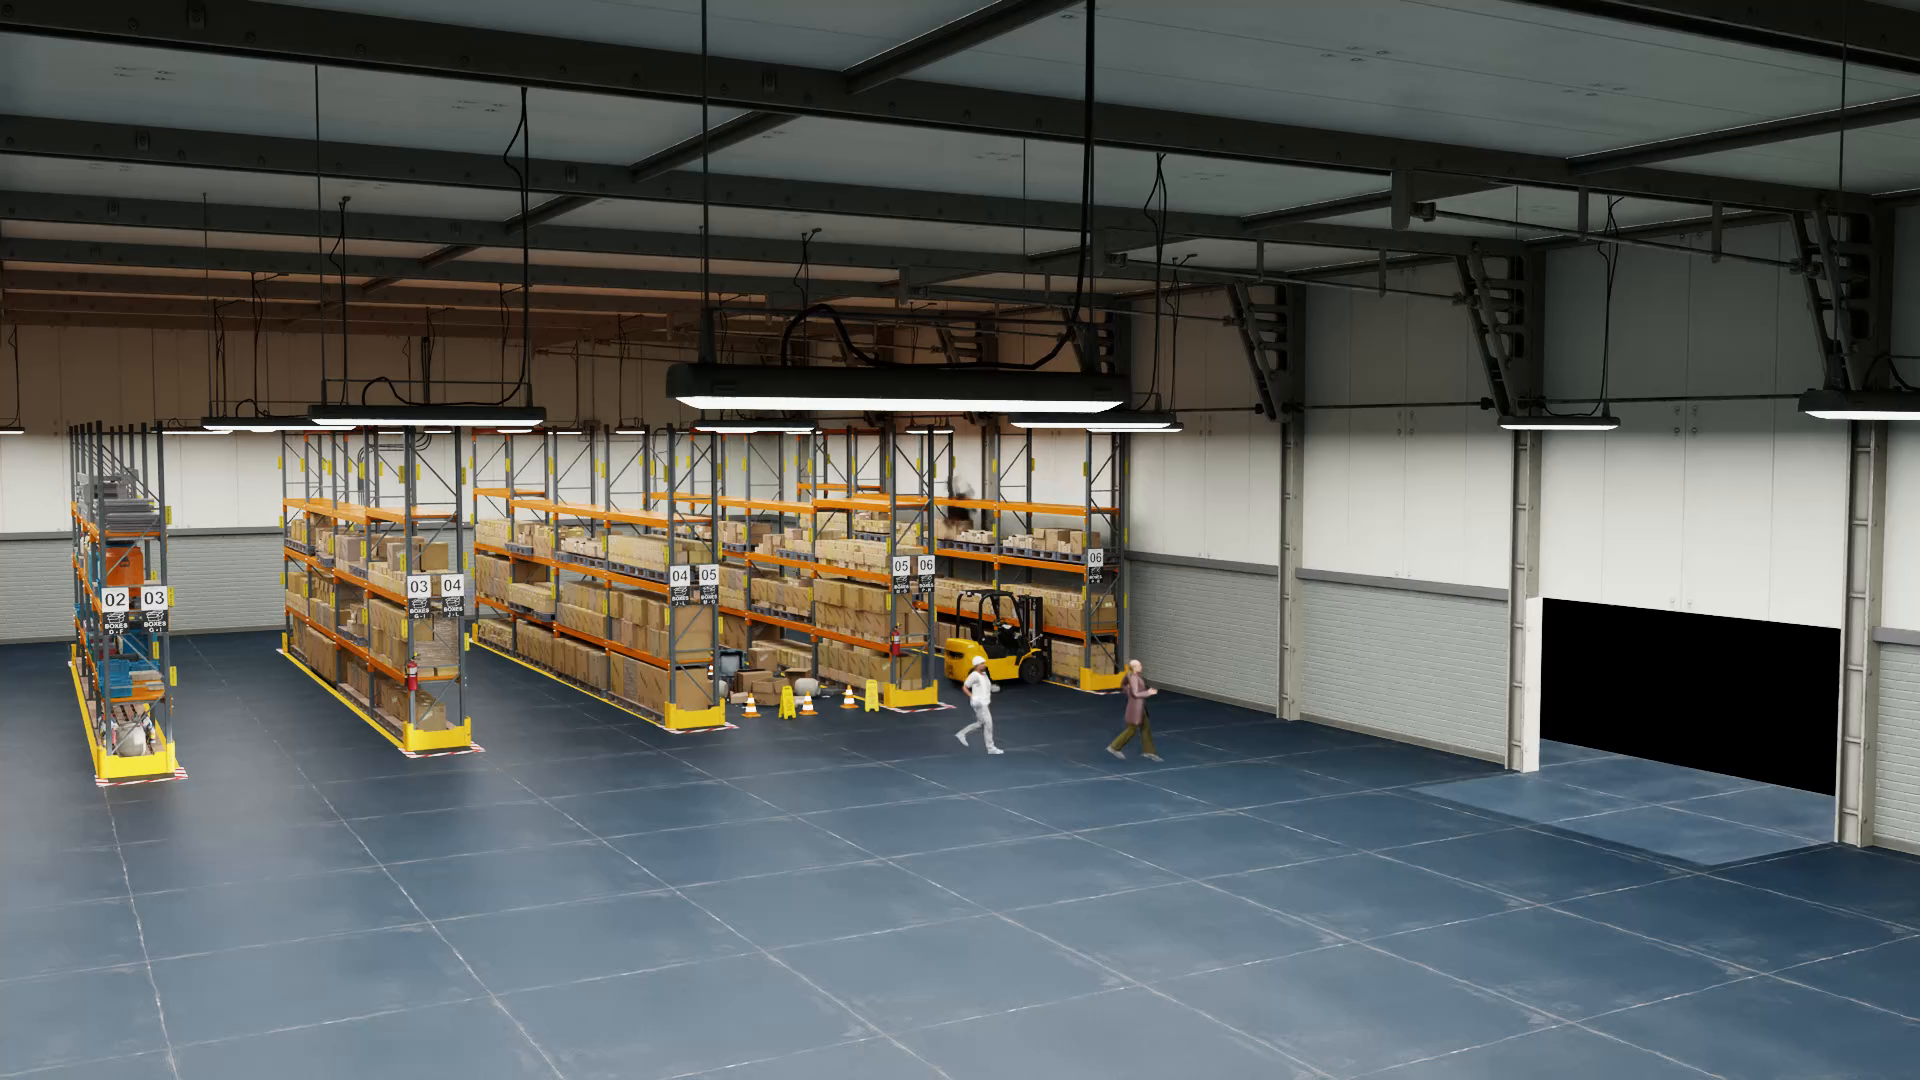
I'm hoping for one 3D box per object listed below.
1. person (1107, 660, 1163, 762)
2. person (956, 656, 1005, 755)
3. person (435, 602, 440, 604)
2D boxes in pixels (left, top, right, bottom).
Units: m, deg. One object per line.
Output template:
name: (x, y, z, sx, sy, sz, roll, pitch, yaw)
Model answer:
person: (3.078, 3.004, 29.215, 0.984, 1.808, 0.701, 1, 4, 12)
person: (0.355, 2.974, 30.032, 0.955, 1.764, 0.696, 1, 4, 18)
person: (-14.499, 2.072, 45.815, 0.627, 1.653, 0.770, 0, 4, 0)
